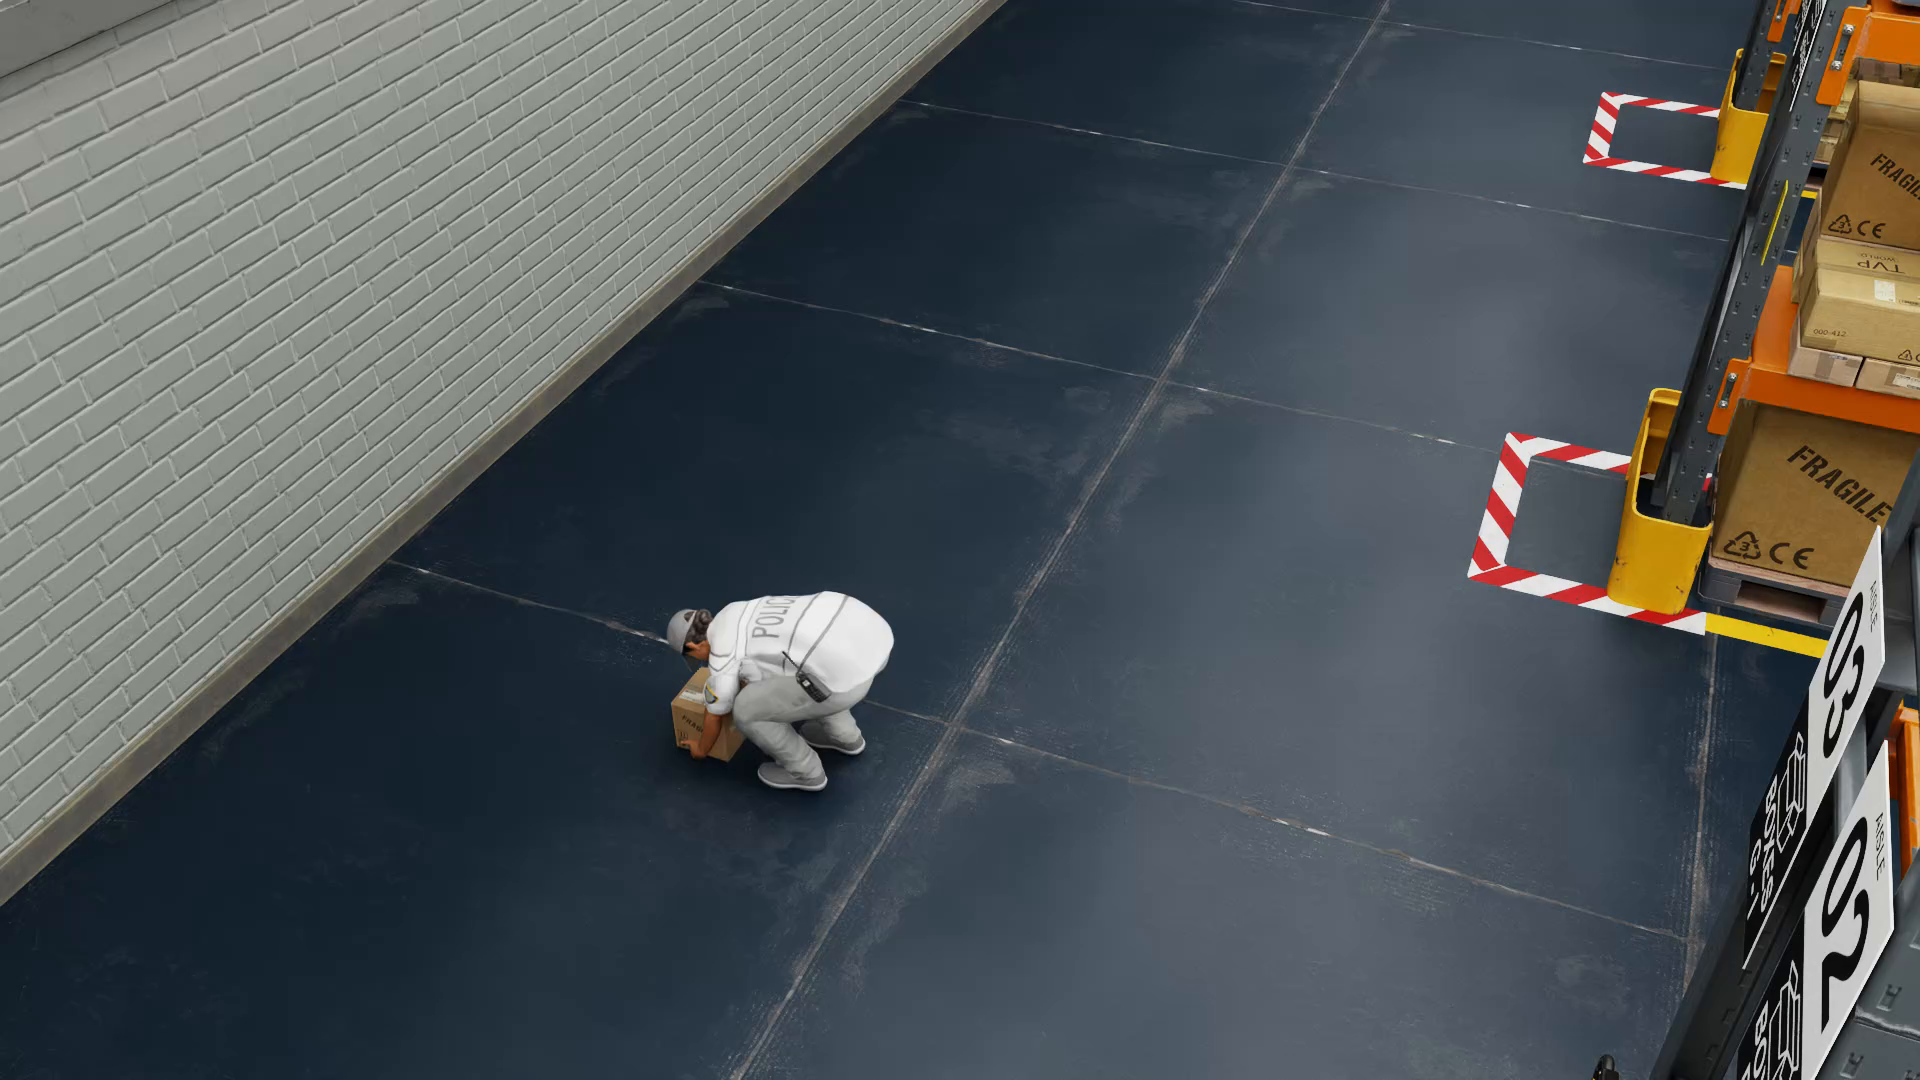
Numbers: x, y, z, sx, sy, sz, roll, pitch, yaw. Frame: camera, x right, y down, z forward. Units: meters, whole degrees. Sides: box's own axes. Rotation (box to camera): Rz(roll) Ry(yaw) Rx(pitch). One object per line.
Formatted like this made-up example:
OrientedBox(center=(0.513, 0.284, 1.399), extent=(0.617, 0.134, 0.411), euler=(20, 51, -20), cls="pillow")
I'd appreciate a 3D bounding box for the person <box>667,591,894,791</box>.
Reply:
OrientedBox(center=(-0.736, 0.577, 6.747), extent=(0.939, 0.855, 0.510), euler=(13, 39, 16), cls="person")
